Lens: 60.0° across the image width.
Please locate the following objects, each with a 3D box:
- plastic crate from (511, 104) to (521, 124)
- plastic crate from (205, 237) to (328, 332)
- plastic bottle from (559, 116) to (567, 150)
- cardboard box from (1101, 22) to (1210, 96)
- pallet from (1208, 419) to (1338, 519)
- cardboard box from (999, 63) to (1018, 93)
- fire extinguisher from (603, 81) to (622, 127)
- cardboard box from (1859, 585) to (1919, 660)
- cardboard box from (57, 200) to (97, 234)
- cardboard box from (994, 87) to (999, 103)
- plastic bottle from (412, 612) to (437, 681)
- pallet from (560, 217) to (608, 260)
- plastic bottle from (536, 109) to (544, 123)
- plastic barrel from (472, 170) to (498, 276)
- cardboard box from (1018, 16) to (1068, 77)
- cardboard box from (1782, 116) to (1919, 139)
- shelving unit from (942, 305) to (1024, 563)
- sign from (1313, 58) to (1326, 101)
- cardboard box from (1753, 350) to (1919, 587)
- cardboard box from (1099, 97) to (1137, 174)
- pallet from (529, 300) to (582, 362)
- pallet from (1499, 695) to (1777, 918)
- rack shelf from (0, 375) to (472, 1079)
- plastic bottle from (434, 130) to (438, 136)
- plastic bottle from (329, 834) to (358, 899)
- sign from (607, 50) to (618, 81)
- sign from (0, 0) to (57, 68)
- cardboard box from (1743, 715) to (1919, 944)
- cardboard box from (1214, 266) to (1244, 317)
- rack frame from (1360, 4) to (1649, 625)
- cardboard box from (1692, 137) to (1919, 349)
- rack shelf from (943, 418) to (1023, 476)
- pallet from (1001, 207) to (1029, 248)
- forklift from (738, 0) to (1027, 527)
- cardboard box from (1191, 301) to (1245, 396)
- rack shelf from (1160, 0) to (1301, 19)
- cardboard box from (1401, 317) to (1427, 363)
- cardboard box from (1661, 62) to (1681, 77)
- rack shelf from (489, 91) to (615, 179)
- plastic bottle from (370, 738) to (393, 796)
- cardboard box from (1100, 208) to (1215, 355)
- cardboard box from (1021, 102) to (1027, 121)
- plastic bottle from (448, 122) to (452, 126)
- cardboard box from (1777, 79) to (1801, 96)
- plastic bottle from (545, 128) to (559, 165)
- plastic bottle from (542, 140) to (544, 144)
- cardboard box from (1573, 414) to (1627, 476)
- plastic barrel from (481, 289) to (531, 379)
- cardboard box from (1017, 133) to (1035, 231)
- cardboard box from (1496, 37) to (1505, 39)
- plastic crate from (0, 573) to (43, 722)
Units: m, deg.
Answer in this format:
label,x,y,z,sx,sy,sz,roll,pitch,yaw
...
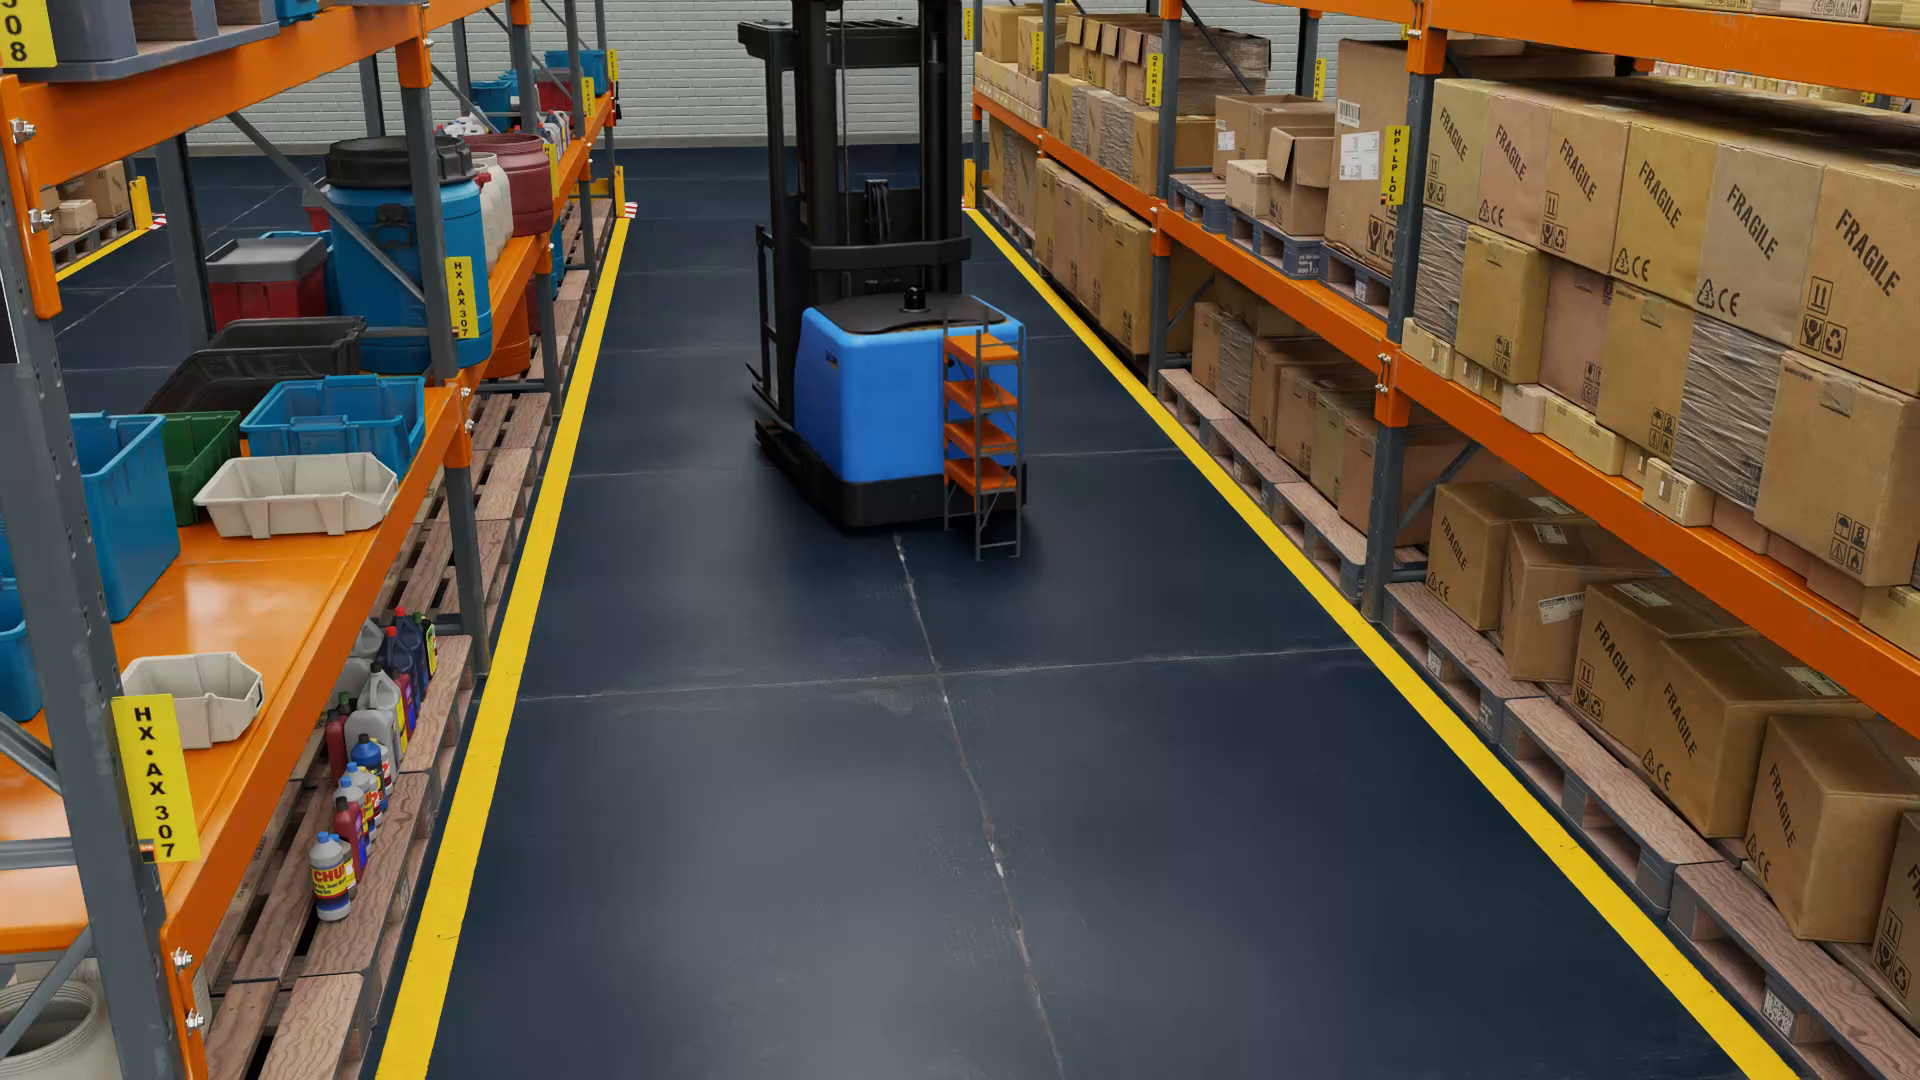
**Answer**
label,x,y,z,sx,sy,sz,roll,pitch,yaw
plastic crate,-4.107,-3.852,15.051,0.437,0.125,0.590,-3,21,-8
plastic crate,-2.899,-0.991,6.992,0.402,0.464,0.583,-3,21,-8
plastic bottle,-3.250,-3.274,13.373,0.152,0.276,0.135,-3,21,-8
cardboard box,1.515,-3.672,12.685,0.797,0.503,0.637,-2,21,-6
pallet,2.082,-0.446,9.607,1.003,0.211,1.213,-3,21,-8
cardboard box,0.678,-4.569,16.451,0.500,0.250,0.500,-3,21,-9
fire extinguisher,-3.828,-4.828,18.000,0.296,0.674,0.183,-3,21,-8
cardboard box,2.584,0.185,4.293,0.380,0.149,0.250,-3,21,-8
cardboard box,-8.729,-3.127,16.103,0.500,0.250,0.500,-3,21,-8
cardboard box,0.558,-4.511,16.867,0.380,0.149,0.250,-3,21,-8
plastic bottle,-2.130,0.407,6.592,0.061,0.283,0.133,-2,21,-5
pallet,-4.003,-2.949,16.309,1.003,0.211,1.213,-3,21,-8
plastic bottle,-3.366,-3.247,13.193,0.144,0.351,0.185,-3,21,-8
plastic barrel,-2.615,-1.619,8.570,0.433,0.535,0.433,0,20,0
cardboard box,0.823,-4.569,15.379,0.500,0.500,0.500,-3,21,-7
cardboard box,2.925,-1.052,5.249,0.500,0.500,0.500,-3,21,-8
shelving unit,0.111,-0.543,8.455,0.258,1.200,0.503,-7,22,-18
sign,2.334,-2.980,10.866,0.100,0.325,0.005,-3,21,-8
cardboard box,2.709,-0.219,4.448,0.875,0.500,0.500,-3,21,-8
cardboard box,1.338,-3.002,12.323,0.500,0.500,0.500,-4,21,-10
pallet,-3.430,-1.580,12.645,1.003,0.211,1.213,-3,21,-8
pallet,2.686,0.901,6.001,1.003,0.211,1.213,-3,21,-8
rack shelf,-2.238,0.220,4.867,1.077,0.370,4.000,-3,21,-8
plastic bottle,-3.730,-2.742,11.842,0.144,0.351,0.185,-3,21,-8
plastic bottle,-1.917,1.001,5.119,0.097,0.201,0.097,0,20,0
sign,-3.714,-5.074,17.780,0.100,0.325,0.005,-3,21,-8
sign,-1.405,-0.860,2.431,0.100,0.325,0.005,-3,21,-8
cardboard box,2.758,0.878,5.051,0.500,0.500,0.500,2,21,6
cardboard box,1.925,-1.600,10.585,0.500,0.250,0.500,-2,21,-6
rack frame,2.375,-1.059,7.264,1.000,3.000,0.127,-3,21,-8
cardboard box,2.480,-0.853,4.715,0.500,0.500,0.500,-3,21,-8
rack shelf,0.111,-0.480,8.479,0.258,0.148,0.480,-7,22,-18
pallet,1.010,-3.213,17.017,1.003,0.211,1.213,-3,21,-8
forklift,-0.620,-1.924,9.679,1.130,2.935,3.031,-7,22,-19
cardboard box,1.915,-1.248,10.714,0.700,0.500,0.500,-4,21,-11
rack shelf,1.510,-4.205,12.427,1.077,0.370,4.000,-3,21,-8
cardboard box,2.108,-0.852,7.068,0.380,0.149,0.250,-3,21,-8
cardboard box,5.934,-3.795,13.497,0.380,0.149,0.250,-2,21,-6
rack shelf,-3.968,-3.934,15.992,1.077,0.370,4.000,-3,21,-8
plastic bottle,-2.010,0.778,5.716,0.097,0.201,0.097,0,20,0
cardboard box,1.720,-1.885,11.913,1.225,0.875,0.875,-4,21,-10
cardboard box,0.780,-3.978,15.439,0.380,0.149,0.250,-3,21,-9
plastic bottle,-3.921,-3.068,12.811,0.061,0.283,0.133,-3,21,-8
cardboard box,6.163,-3.250,12.040,0.380,0.149,0.250,-3,21,-8
plastic bottle,-3.125,-2.973,12.566,0.152,0.276,0.135,-3,21,-8
plastic bottle,-2.967,-2.708,11.846,0.061,0.283,0.133,-3,21,-8
cardboard box,2.338,-0.333,5.680,0.380,0.149,0.250,-3,21,-8
plastic barrel,-3.190,-1.543,11.061,0.600,0.830,0.708,-3,21,-8
cardboard box,1.076,-3.574,16.436,0.875,0.875,0.875,-3,21,-8
cardboard box,5.651,-4.736,16.540,0.500,0.500,0.500,-3,21,-8
plastic crate,-2.406,0.262,3.940,0.499,0.251,0.408,-3,21,-8
